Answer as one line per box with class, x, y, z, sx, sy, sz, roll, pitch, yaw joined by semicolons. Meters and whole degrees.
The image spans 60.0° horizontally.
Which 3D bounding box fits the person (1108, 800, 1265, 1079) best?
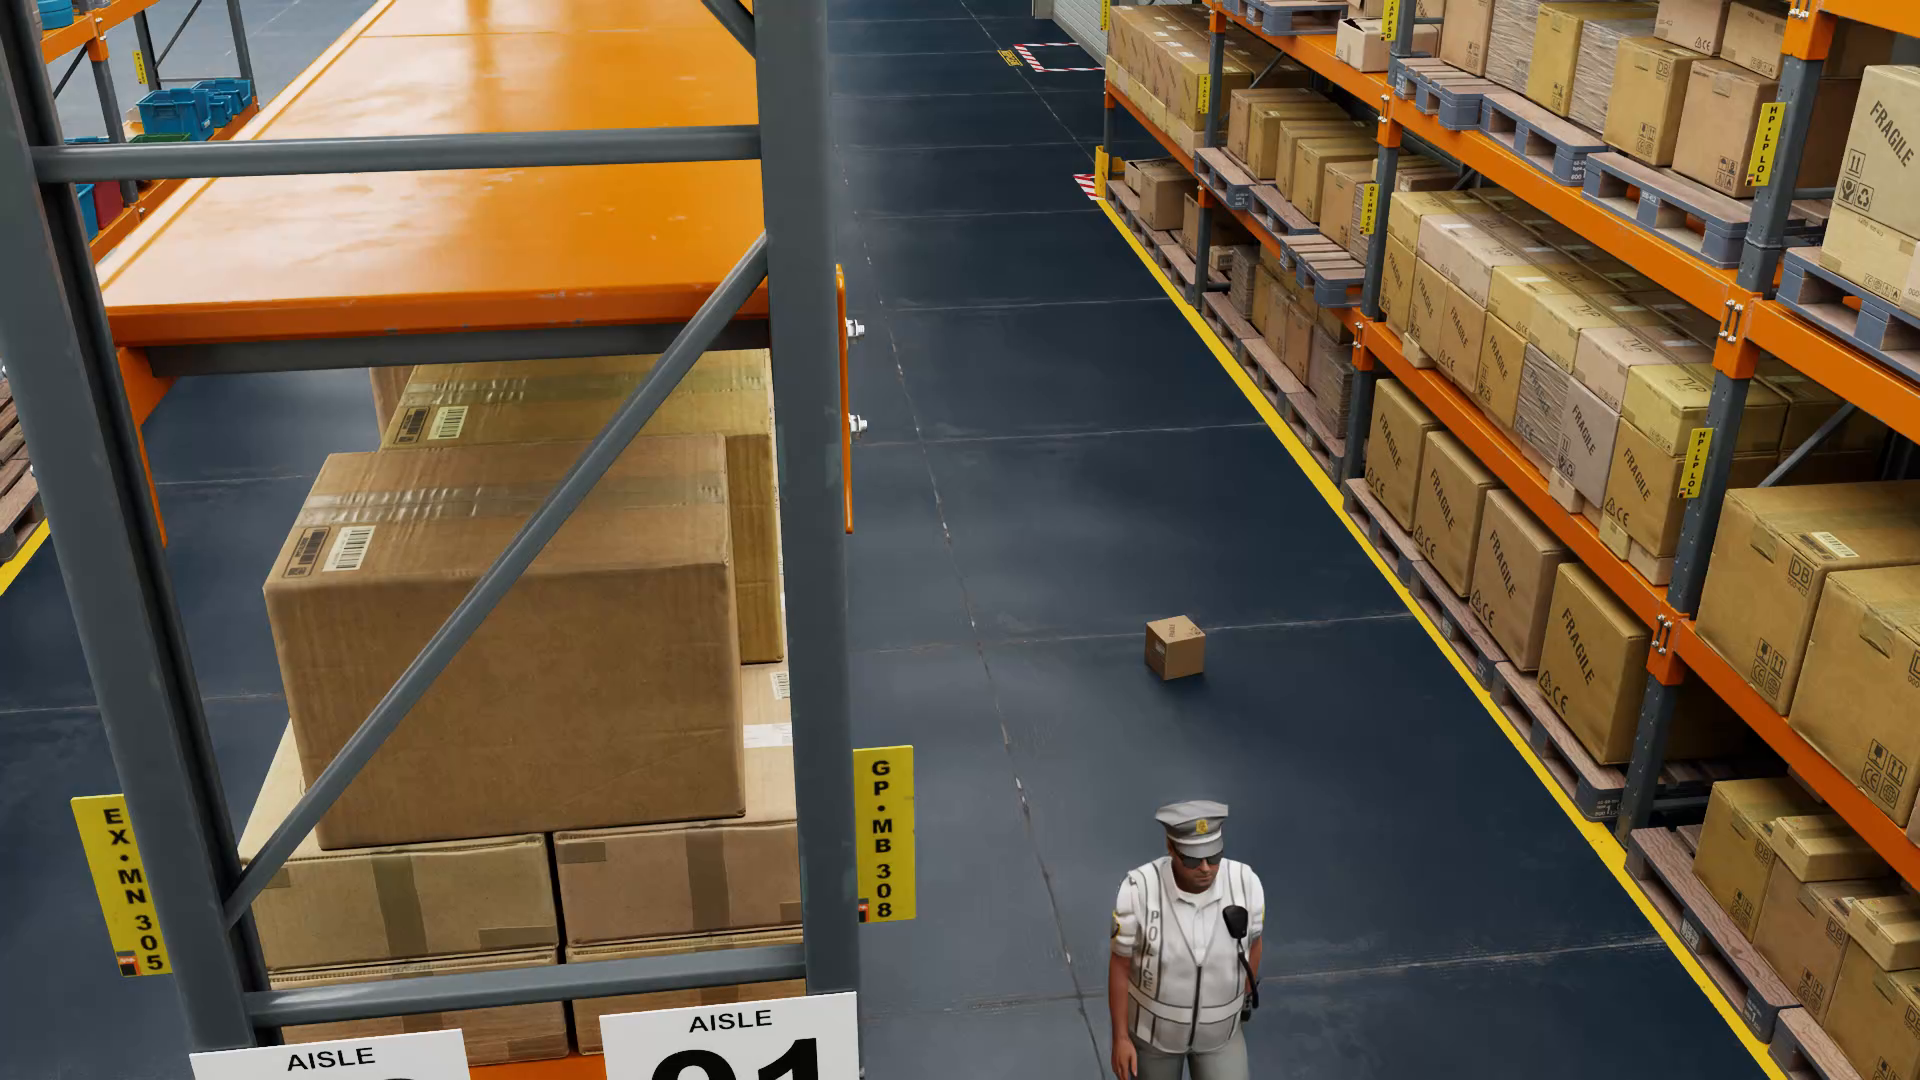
person;0.778;1.697;5.742;0.544;1.820;0.479;-1;27;-2
